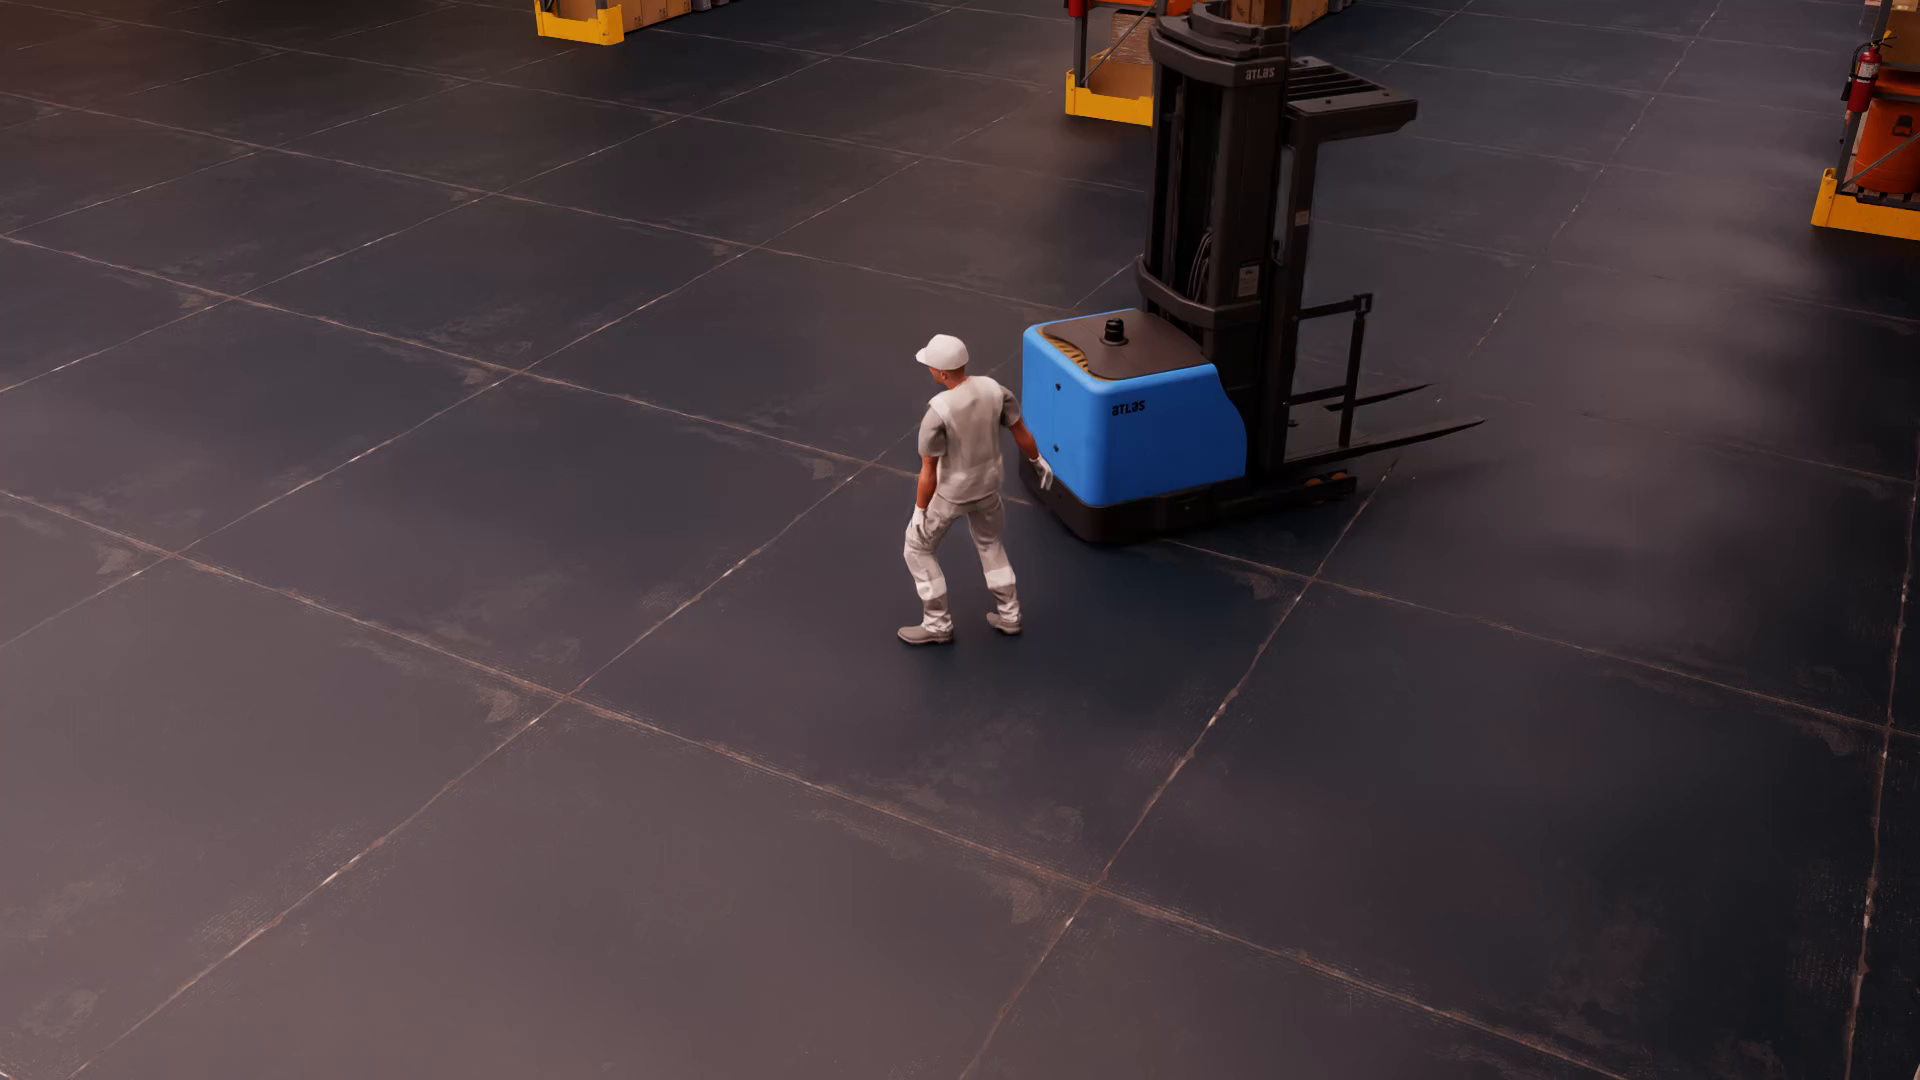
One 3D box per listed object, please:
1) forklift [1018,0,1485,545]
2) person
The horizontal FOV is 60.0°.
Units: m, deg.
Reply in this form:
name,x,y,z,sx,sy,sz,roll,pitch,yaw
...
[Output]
name,x,y,z,sx,sy,sz,roll,pitch,yaw
forklift,1.934,-1.716,10.044,3.031,2.935,1.130,-12,32,-20
person,0.084,-0.266,8.791,0.893,1.750,0.496,-17,34,-27
